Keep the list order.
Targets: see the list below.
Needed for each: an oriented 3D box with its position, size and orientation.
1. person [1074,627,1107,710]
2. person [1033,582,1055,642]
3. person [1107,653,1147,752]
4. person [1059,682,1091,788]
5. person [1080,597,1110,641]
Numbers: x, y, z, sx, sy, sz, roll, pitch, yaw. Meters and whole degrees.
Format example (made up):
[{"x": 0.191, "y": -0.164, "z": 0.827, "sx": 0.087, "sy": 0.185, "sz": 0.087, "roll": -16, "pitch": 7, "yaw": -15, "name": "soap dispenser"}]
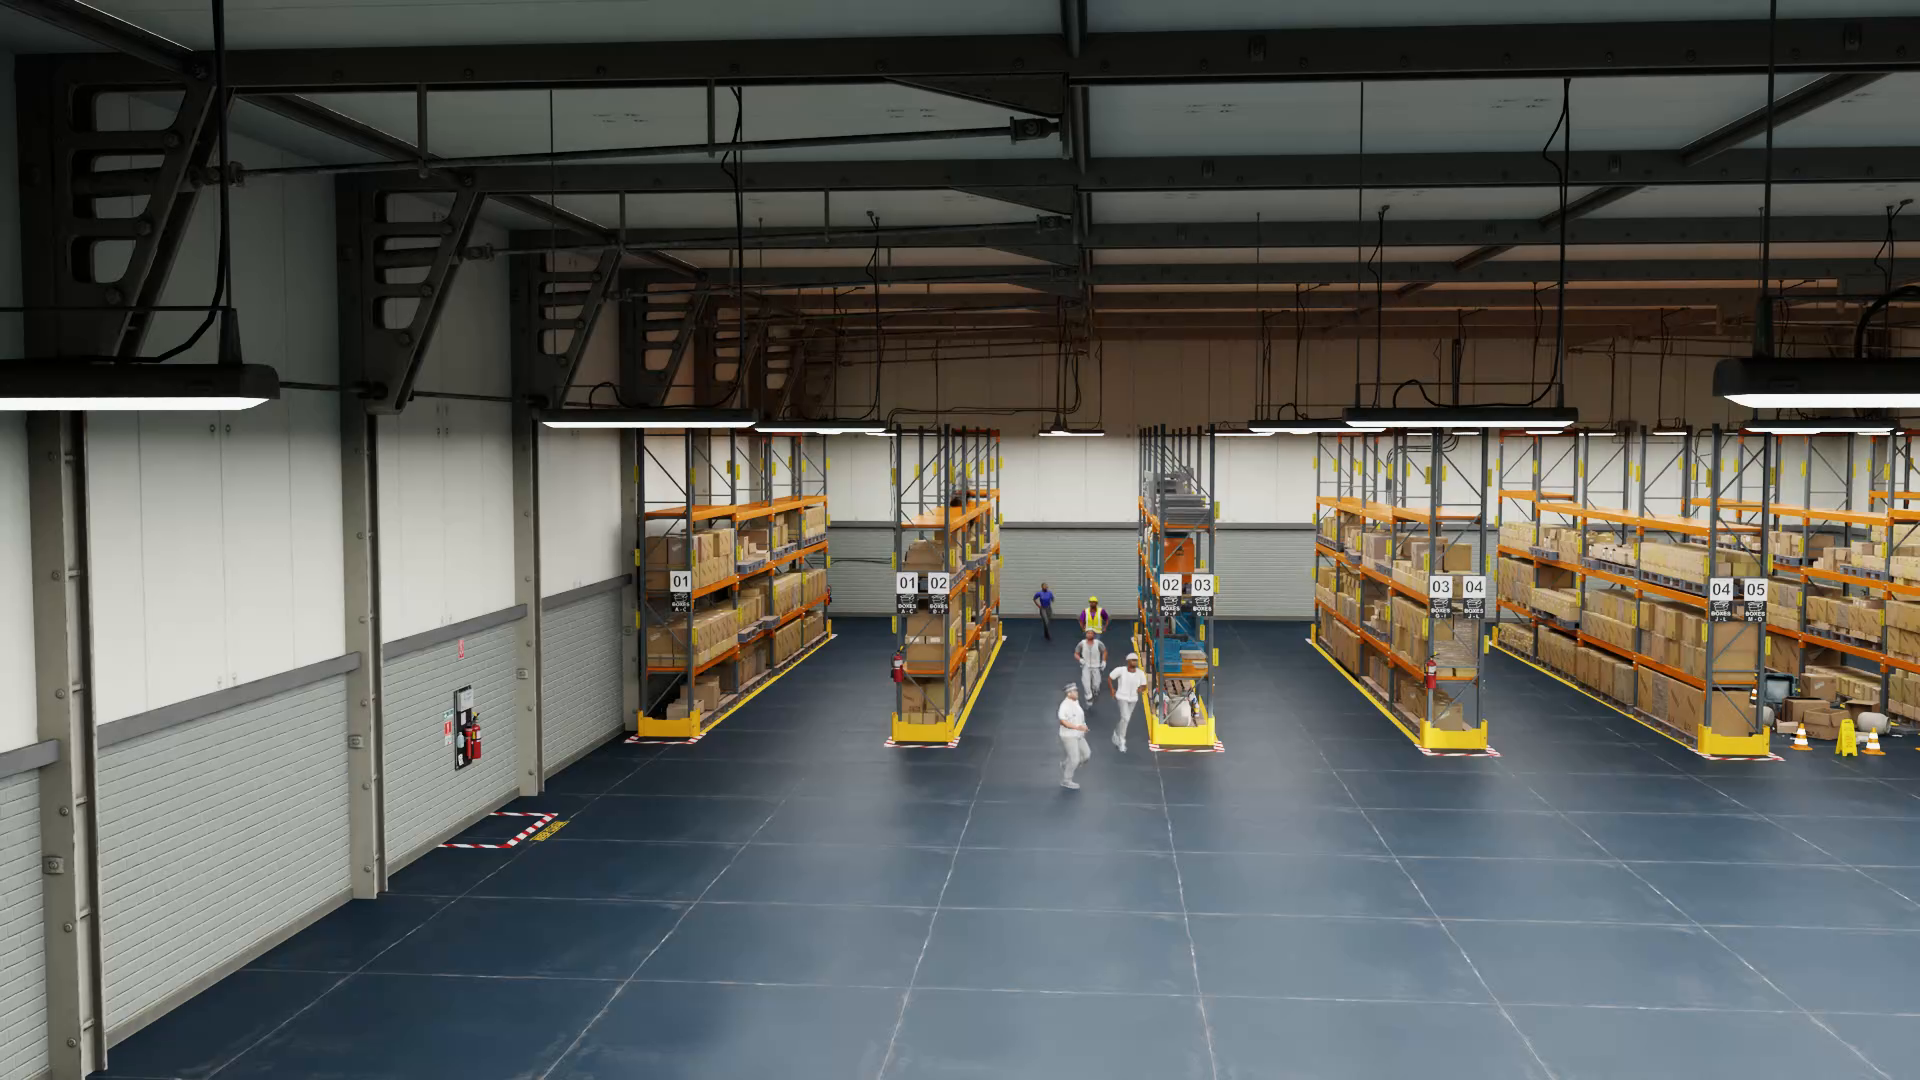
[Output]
[{"x": 2.760, "y": 2.713, "z": 35.141, "sx": 0.701, "sy": 1.742, "sz": 0.597, "roll": 0, "pitch": 3, "yaw": 3, "name": "person"}, {"x": 2.400, "y": 2.047, "z": 47.066, "sx": 0.579, "sy": 1.715, "sz": 0.742, "roll": -1, "pitch": 4, "yaw": -22, "name": "person"}, {"x": 3.117, "y": 2.985, "z": 30.775, "sx": 0.677, "sy": 1.802, "sz": 0.716, "roll": -1, "pitch": 4, "yaw": -22, "name": "person"}, {"x": 1.872, "y": 3.198, "z": 27.284, "sx": 0.594, "sy": 1.737, "sz": 0.660, "roll": 2, "pitch": 4, "yaw": 27, "name": "person"}, {"x": 3.143, "y": 2.199, "z": 38.928, "sx": 0.705, "sy": 1.759, "sz": 0.696, "roll": 1, "pitch": 4, "yaw": 9, "name": "person"}]
